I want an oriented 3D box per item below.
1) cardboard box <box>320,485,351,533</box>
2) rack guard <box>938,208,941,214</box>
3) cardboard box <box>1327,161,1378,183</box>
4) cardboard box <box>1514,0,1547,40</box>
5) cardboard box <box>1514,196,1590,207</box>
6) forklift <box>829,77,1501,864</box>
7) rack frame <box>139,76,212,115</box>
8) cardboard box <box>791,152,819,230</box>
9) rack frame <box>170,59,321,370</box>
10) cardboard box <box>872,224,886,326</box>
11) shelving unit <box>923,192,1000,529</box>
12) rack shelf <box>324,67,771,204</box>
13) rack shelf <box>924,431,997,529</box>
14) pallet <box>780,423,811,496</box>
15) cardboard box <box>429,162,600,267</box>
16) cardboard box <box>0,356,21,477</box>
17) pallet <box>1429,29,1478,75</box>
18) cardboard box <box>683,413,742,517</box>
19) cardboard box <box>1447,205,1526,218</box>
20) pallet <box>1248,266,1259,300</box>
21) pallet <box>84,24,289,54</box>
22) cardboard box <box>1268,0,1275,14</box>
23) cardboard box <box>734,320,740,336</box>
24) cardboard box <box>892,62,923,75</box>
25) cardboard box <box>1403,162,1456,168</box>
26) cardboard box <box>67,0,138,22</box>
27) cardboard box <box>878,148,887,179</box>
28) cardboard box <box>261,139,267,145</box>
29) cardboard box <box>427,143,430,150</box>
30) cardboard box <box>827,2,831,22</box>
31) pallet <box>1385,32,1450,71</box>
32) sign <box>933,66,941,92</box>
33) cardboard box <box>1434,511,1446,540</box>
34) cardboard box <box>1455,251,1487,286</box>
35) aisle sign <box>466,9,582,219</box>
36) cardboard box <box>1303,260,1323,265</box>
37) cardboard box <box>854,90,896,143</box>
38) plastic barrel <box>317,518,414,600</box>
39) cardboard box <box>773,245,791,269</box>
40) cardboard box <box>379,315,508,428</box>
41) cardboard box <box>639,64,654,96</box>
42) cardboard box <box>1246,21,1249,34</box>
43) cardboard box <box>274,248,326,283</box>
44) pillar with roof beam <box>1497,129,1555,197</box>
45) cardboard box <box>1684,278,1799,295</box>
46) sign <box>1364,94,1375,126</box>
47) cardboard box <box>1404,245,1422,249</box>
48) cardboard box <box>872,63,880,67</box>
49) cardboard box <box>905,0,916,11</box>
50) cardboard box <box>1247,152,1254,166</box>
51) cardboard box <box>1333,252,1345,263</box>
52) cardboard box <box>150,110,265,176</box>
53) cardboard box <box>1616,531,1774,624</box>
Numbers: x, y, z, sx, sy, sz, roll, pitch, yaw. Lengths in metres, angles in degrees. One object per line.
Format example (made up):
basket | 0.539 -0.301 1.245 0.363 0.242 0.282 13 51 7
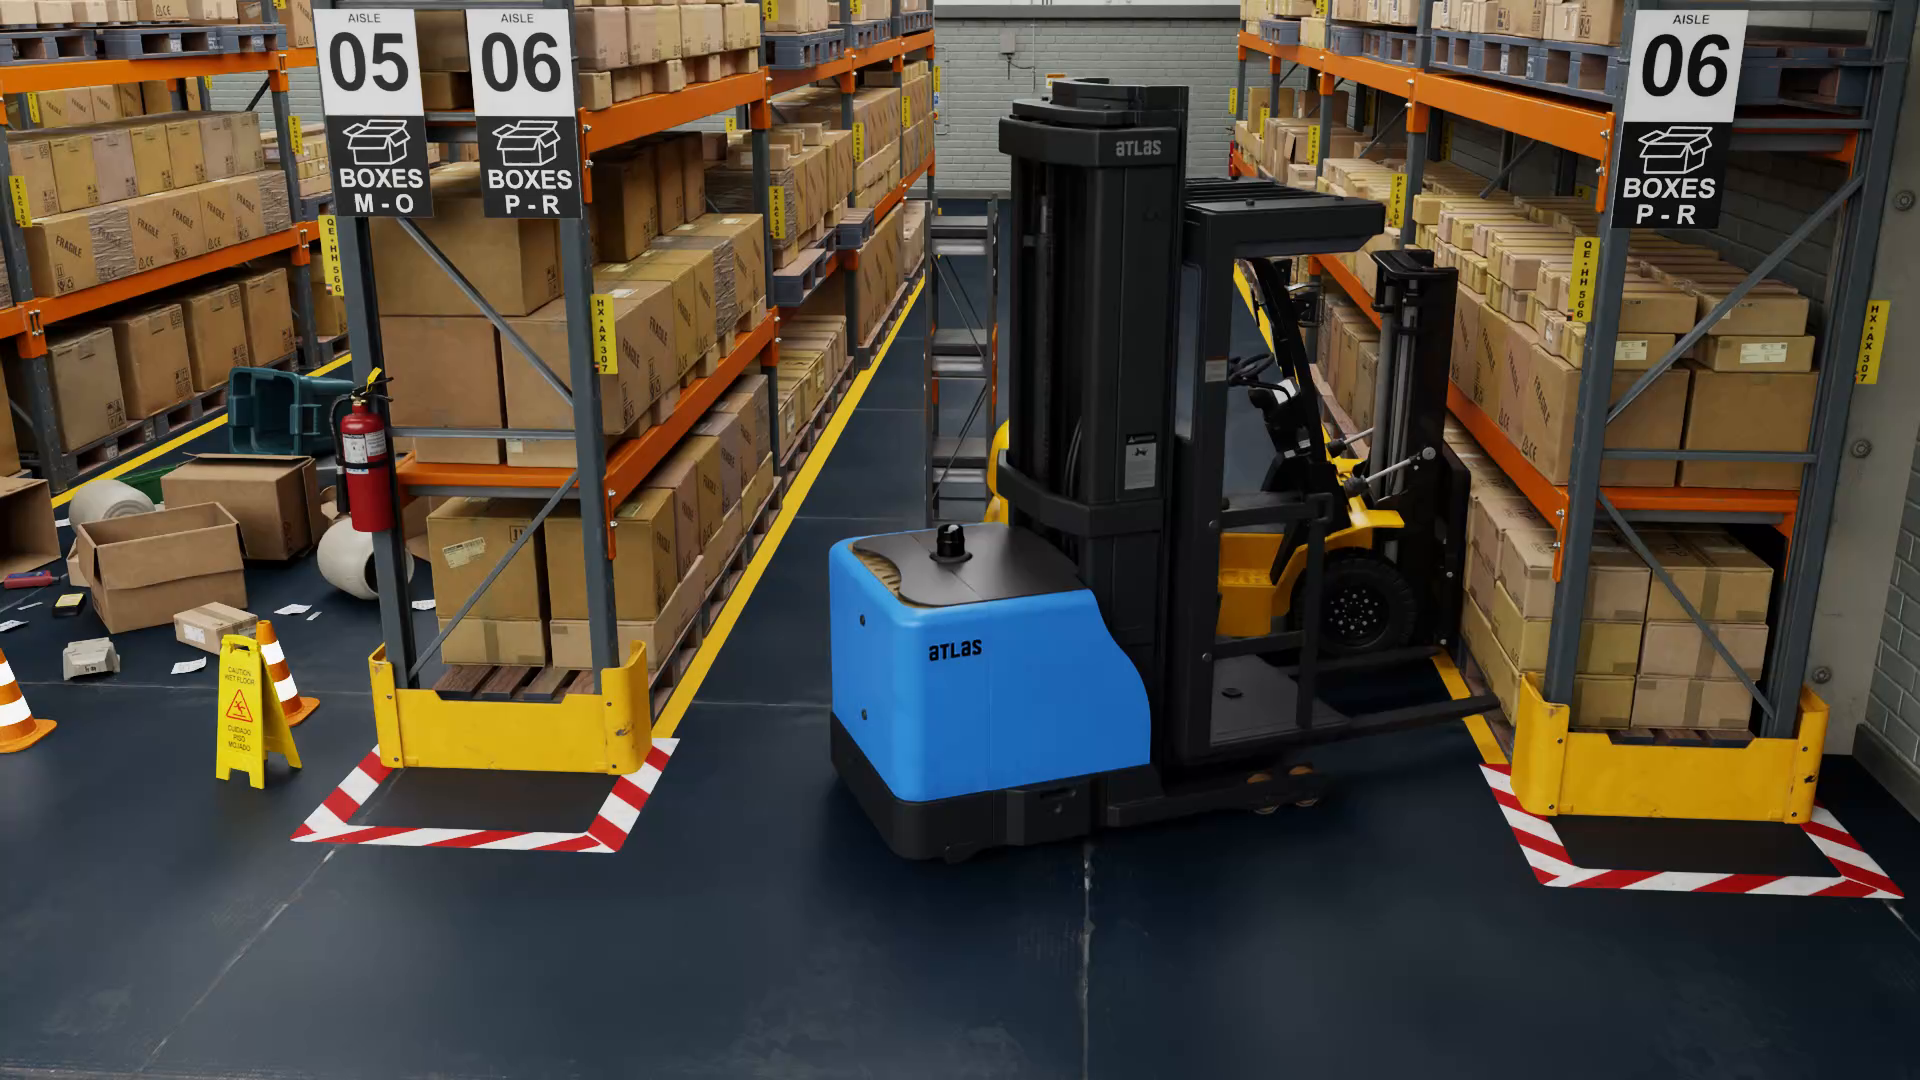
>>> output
cardboard box | -3.906 -0.176 10.534 0.258 0.266 0.396 -13 22 -34
rack guard | -0.845 -4.227 22.520 1.175 0.500 0.348 1 18 4
cardboard box | 3.196 -2.993 13.539 0.380 0.149 0.250 2 18 5
cardboard box | 2.919 -2.507 7.445 0.700 0.500 0.500 1 18 4
cardboard box | 3.522 -1.962 9.913 0.380 0.149 0.250 1 18 4
forklift | 1.009 -0.396 6.926 3.031 2.935 1.130 -7 19 -19
rack frame | -10.731 -5.629 22.783 1.000 3.000 0.127 1 18 4
cardboard box | -1.303 -2.517 11.974 0.500 0.500 0.500 1 18 4
rack frame | -6.365 -3.002 14.767 1.000 3.000 0.127 1 18 4
cardboard box | -1.220 -2.602 16.285 0.875 0.875 0.875 2 18 5
shelving unit | 0.012 -1.049 10.253 0.431 2.100 0.503 1 18 4
rack shelf | -1.851 -2.143 8.483 1.077 0.370 4.000 1 18 4
rack shelf | 0.012 -0.371 10.475 0.431 0.518 0.480 1 18 4
pallet | -1.653 -0.597 11.906 1.003 0.211 1.213 1 18 4
cardboard box | -2.197 -1.583 8.194 0.700 0.500 0.500 1 18 3
cardboard box | -6.767 -0.756 10.650 0.875 0.875 0.875 2 18 5
pallet | 3.209 -2.689 9.136 1.003 0.211 1.213 1 18 4
cardboard box | -1.552 -0.423 9.435 0.500 0.500 0.500 2 18 7
cardboard box | 2.987 -1.813 9.458 0.380 0.149 0.250 1 18 3
pallet | 3.868 -2.943 19.067 1.003 0.211 1.213 1 18 4
pallet | -6.358 -4.136 13.715 1.213 0.211 1.003 2 18 6
cardboard box | 3.346 -5.445 16.974 0.380 0.149 0.250 1 18 5
cardboard box | -1.534 -1.297 9.969 0.380 0.149 0.250 1 18 4
cardboard box | -0.661 -5.884 20.753 0.380 0.149 0.250 2 18 5
cardboard box | 3.802 -2.980 13.496 0.380 0.149 0.250 2 18 5
cardboard box | -6.306 -3.945 12.208 0.396 0.266 0.258 1 18 4
cardboard box | -1.002 -3.713 16.376 0.500 0.250 0.500 2 18 5
cardboard box | -6.748 -3.686 15.630 0.380 0.149 0.250 2 18 6
cardboard box | -5.927 -4.256 17.845 0.380 0.149 0.250 1 18 4
cardboard box | -1.539 -4.907 14.929 0.700 0.500 0.500 0 18 1
pallet | 3.294 -3.180 10.799 0.805 0.209 1.217 1 18 2
sign | -0.307 -6.054 21.841 0.100 0.325 0.005 1 18 4
cardboard box | 2.783 -0.089 8.815 0.500 0.250 0.500 1 18 4
cardboard box | 2.838 -1.436 8.787 0.380 0.149 0.250 1 18 2
aisle sign | -1.689 -1.647 6.458 0.394 0.787 0.004 1 18 4
cardboard box | 3.429 -2.539 15.654 0.380 0.149 0.250 2 18 6
cardboard box | -0.945 -4.382 17.214 0.500 0.500 0.500 2 18 5
plastic barrel | -3.356 0.111 9.405 0.512 0.421 0.421 17 25 41
cardboard box | -1.352 -1.925 11.210 0.380 0.149 0.250 2 18 5
cardboard box | -2.230 -0.802 7.414 0.500 0.500 0.500 1 18 3
cardboard box | -1.655 -2.165 7.799 0.380 0.149 0.250 1 18 2
cardboard box | 3.701 -6.274 20.338 0.380 0.149 0.250 2 18 5
cardboard box | -6.074 -2.579 15.611 0.500 0.250 0.500 0 18 1
pillar with roof beam | 0.042 -5.335 12.253 9.100 9.000 0.400 1 18 4
cardboard box | 3.276 -1.006 6.997 0.380 0.149 0.250 2 18 6
sign | 4.371 -4.594 17.767 0.100 0.325 0.005 1 18 4
cardboard box | 2.952 -1.486 9.981 0.500 0.500 0.500 1 18 2
cardboard box | -1.196 -5.808 20.523 0.380 0.149 0.250 1 18 4
cardboard box | -0.740 -6.687 20.764 0.380 0.149 0.250 0 18 0
cardboard box | 3.667 -4.601 20.051 0.380 0.149 0.250 2 18 5
cardboard box | 3.184 -2.293 12.845 0.500 0.250 0.500 1 18 2
cardboard box | -6.407 -3.385 14.171 0.700 0.500 0.500 1 18 4
cardboard box | 3.180 0.158 7.258 0.500 0.250 0.500 1 18 3
